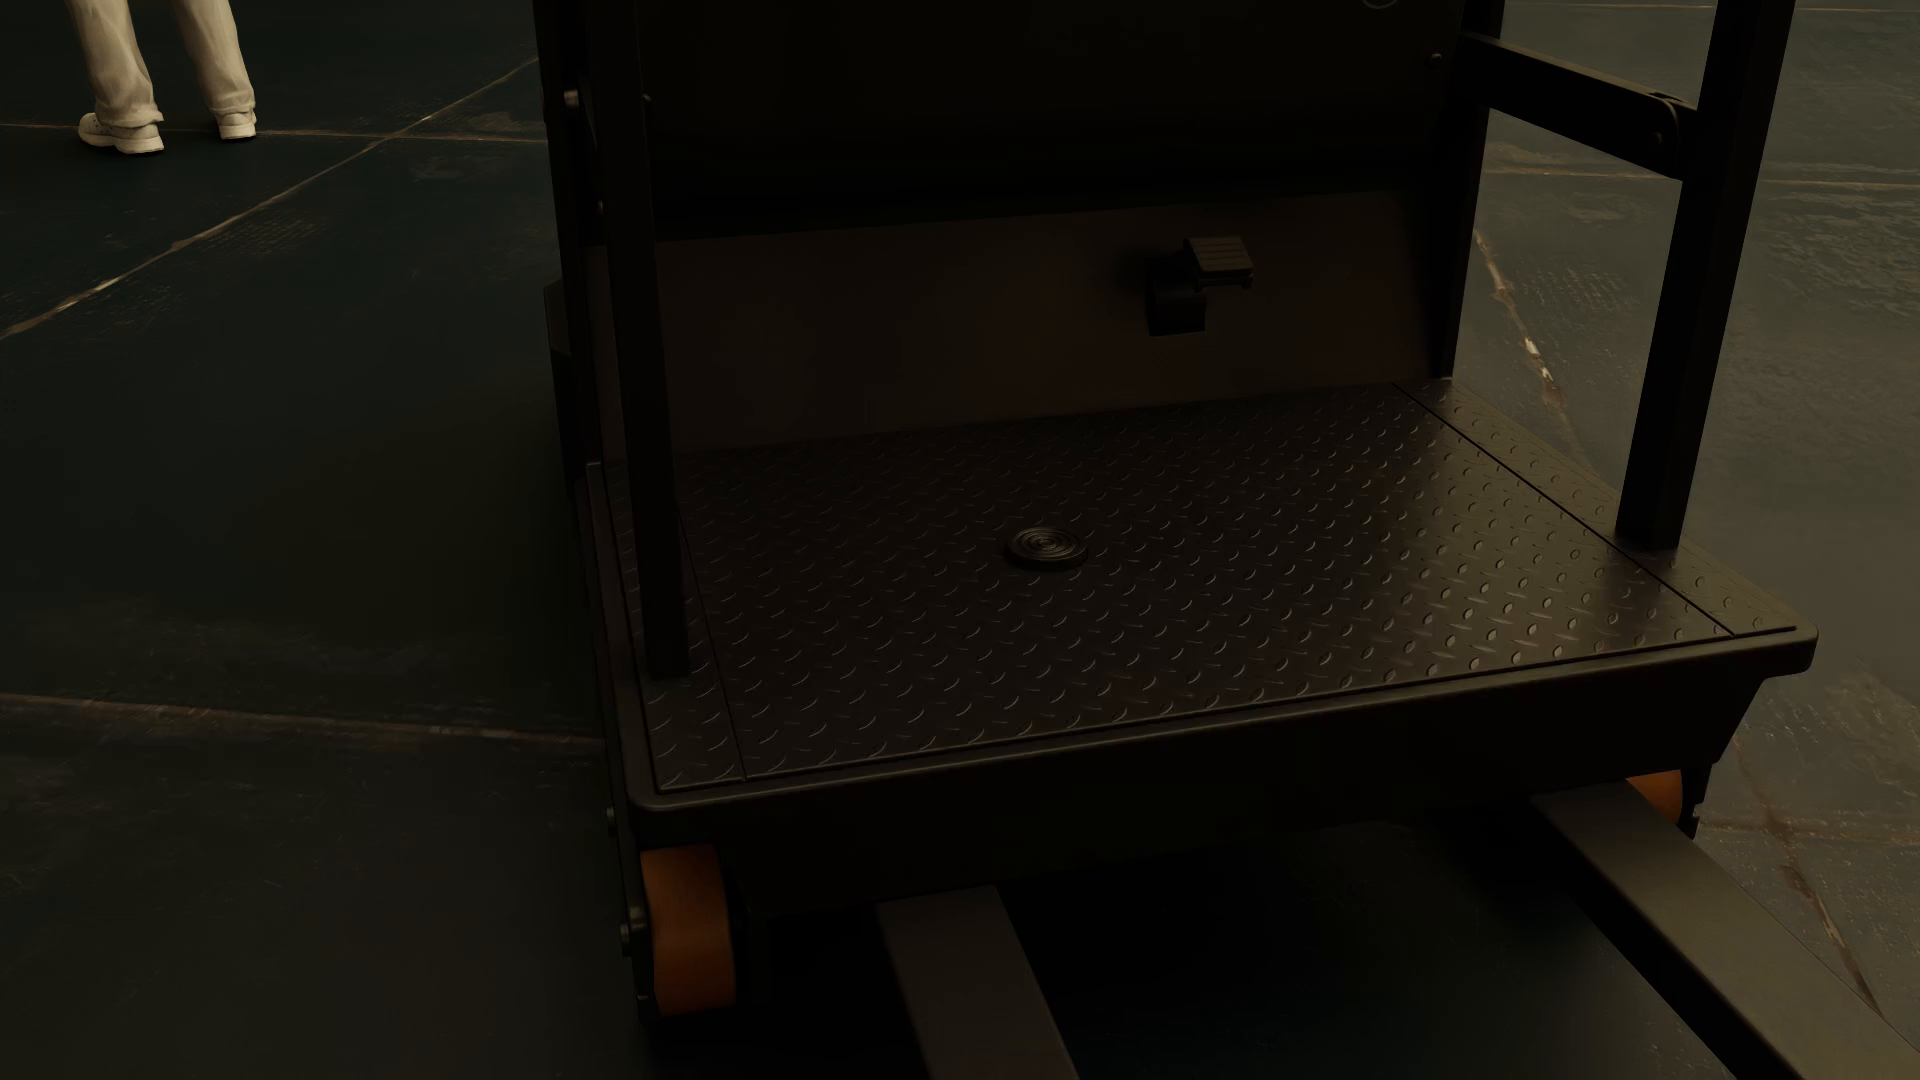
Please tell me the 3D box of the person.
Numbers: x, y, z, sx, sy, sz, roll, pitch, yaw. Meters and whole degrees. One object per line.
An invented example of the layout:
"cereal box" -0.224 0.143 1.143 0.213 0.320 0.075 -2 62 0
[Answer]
"person" -2.295 -1.948 4.417 0.655 1.774 0.423 -21 34 -36

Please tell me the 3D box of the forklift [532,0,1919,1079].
"forklift" 0.153 -1.049 1.319 1.130 2.935 3.031 -7 27 -13
